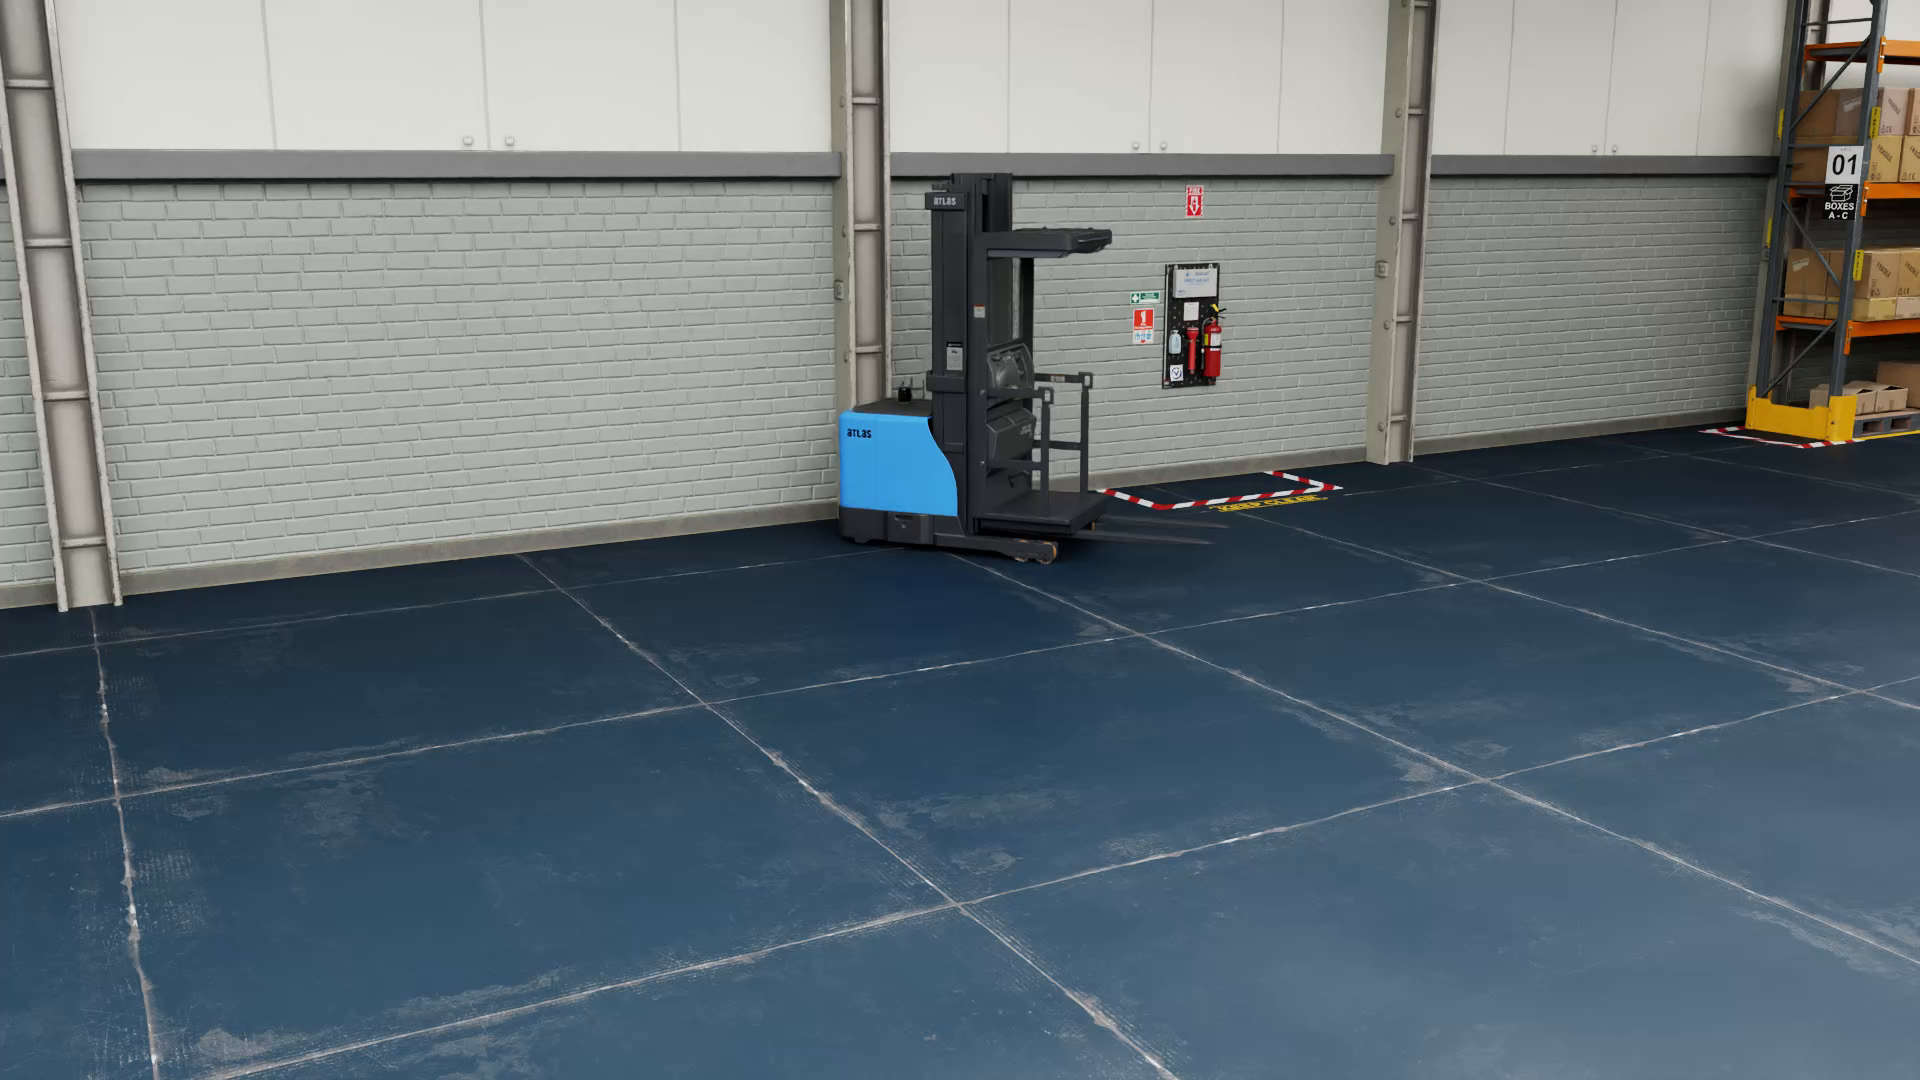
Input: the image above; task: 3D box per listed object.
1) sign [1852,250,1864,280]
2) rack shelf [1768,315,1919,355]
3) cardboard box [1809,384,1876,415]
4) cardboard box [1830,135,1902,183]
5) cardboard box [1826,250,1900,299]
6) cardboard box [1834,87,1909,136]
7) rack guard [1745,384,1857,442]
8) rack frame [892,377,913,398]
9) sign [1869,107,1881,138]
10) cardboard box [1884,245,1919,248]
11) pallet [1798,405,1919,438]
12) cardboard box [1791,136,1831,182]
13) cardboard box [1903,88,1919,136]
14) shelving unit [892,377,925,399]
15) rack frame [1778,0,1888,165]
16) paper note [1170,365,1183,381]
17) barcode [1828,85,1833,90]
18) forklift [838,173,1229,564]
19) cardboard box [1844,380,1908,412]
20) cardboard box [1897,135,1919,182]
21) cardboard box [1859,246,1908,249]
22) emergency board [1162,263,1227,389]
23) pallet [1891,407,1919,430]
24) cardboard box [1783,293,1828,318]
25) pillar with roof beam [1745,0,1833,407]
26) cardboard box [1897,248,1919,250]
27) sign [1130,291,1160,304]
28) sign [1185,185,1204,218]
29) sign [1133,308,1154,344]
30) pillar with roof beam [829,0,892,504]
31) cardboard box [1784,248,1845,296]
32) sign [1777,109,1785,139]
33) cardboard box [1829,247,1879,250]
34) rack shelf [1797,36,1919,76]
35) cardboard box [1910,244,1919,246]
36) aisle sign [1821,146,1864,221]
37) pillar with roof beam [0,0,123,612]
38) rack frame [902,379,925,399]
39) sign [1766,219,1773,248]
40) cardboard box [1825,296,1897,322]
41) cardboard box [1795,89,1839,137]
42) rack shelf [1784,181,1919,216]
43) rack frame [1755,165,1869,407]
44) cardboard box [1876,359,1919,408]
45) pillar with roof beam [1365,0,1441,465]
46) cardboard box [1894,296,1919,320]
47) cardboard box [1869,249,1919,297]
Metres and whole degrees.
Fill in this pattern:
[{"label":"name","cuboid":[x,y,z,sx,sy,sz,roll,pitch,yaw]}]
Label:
[{"label":"sign","cuboid":[9.772,-2.992,18.098,0.005,0.325,0.100,-7,14,-28]},{"label":"rack shelf","cuboid":[11.268,-2.533,19.672,4.000,0.370,1.077,-7,14,-28]},{"label":"cardboard box","cuboid":[10.163,-1.632,19.151,0.500,0.311,0.500,-9,15,-34]},{"label":"cardboard box","cuboid":[9.925,-4.183,18.258,0.500,0.500,0.500,-6,14,-26]},{"label":"cardboard box","cuboid":[10.075,-2.968,18.556,0.500,0.500,0.500,-7,14,-28]},{"label":"cardboard box","cuboid":[9.967,-4.677,18.178,0.500,0.500,0.500,-8,15,-32]},{"label":"rack guard","cuboid":[9.579,-1.462,18.968,0.348,0.500,1.175,-7,14,-28]},{"label":"rack frame","cuboid":[-0.508,-0.809,14.472,0.240,1.200,0.006,-10,16,-36]},{"label":"sign","cuboid":[9.772,-4.459,17.768,0.005,0.325,0.100,-7,14,-28]},{"label":"cardboard box","cuboid":[11.164,-3.226,19.700,0.500,0.500,0.500,-7,14,-27]},{"label":"pallet","cuboid":[10.309,-1.400,19.349,1.213,0.211,1.003,-7,14,-28]},{"label":"cardboard box","cuboid":[9.757,-4.288,18.727,0.500,0.500,0.500,-6,14,-24]},{"label":"cardboard box","cuboid":[10.431,-4.720,18.369,0.500,0.500,0.500,-7,14,-29]},{"label":"shelving unit","cuboid":[-0.453,-0.793,14.401,0.258,1.200,0.189,-10,16,-36]},{"label":"rack frame","cuboid":[9.512,-5.601,17.999,0.127,3.000,1.000,-7,14,-28]},{"label":"paper note","cuboid":[2.070,-1.595,15.872,0.142,0.148,0.016,-7,14,-28]},{"label":"barcode","cuboid":[9.896,-5.137,18.902,0.075,0.075,0.001,-7,14,-28]},{"label":"forklift","cuboid":[0.585,-1.378,13.058,3.031,2.935,1.130,5,14,21]},{"label":"cardboard box","cuboid":[10.663,-1.692,19.418,0.500,0.311,0.500,-6,14,-23]},{"label":"cardboard box","cuboid":[10.414,-4.232,18.478,0.500,0.500,0.500,-6,14,-24]},{"label":"cardboard box","cuboid":[10.722,-3.173,19.464,0.500,0.500,0.500,-7,15,-29]},{"label":"emergency board","cuboid":[2.258,-2.030,15.799,0.643,1.169,0.194,-7,14,-28]},{"label":"pallet","cuboid":[11.378,-1.527,19.915,1.213,0.211,1.003,-7,14,-28]},{"label":"cardboard box","cuboid":[9.830,-2.697,19.057,0.500,0.250,0.500,-7,14,-27]},{"label":"pillar with roof beam","cuboid":[11.775,-5.011,15.381,0.400,9.000,9.100,-7,14,-28]},{"label":"cardboard box","cuboid":[10.970,-3.072,19.014,0.500,0.500,0.500,-7,15,-30]},{"label":"sign","cuboid":[1.732,-2.267,15.561,0.331,0.109,0.001,-7,14,-28]},{"label":"sign","cuboid":[2.204,-3.180,15.626,0.199,0.298,0.001,-7,14,-28]},{"label":"sign","cuboid":[1.724,-2.009,15.624,0.234,0.329,0.001,-7,14,-28]},{"label":"pillar with roof beam","cuboid":[1.242,-3.749,9.771,0.400,9.000,9.100,-7,14,-28]},{"label":"cardboard box","cuboid":[9.824,-3.067,18.992,0.500,0.500,0.500,-7,14,-28]},{"label":"sign","cuboid":[9.264,-4.678,18.716,0.005,0.325,0.100,-7,14,-28]},{"label":"cardboard box","cuboid":[10.271,-3.118,19.219,0.500,0.500,0.500,-7,14,-27]},{"label":"rack shelf","cuboid":[11.268,-5.458,19.013,4.000,0.370,1.077,-7,14,-28]},{"label":"cardboard box","cuboid":[11.615,-3.283,19.952,0.500,0.500,0.500,-6,14,-26]},{"label":"aisle sign","cuboid":[9.593,-3.877,18.082,0.004,0.787,0.394,-7,14,-28]},{"label":"pillar with roof beam","cuboid":[-4.024,-3.118,6.967,0.400,9.000,9.100,-7,14,-28]},{"label":"rack frame","cuboid":[-0.397,-0.777,14.331,0.240,1.200,0.006,-10,16,-36]},{"label":"sign","cuboid":[9.264,-3.502,18.981,0.005,0.325,0.100,-7,14,-28]},{"label":"cardboard box","cuboid":[10.093,-2.600,18.628,0.500,0.250,0.500,-7,15,-29]},{"label":"cardboard box","cuboid":[9.765,-4.779,18.631,0.500,0.500,0.500,-6,14,-25]},{"label":"rack shelf","cuboid":[11.268,-3.997,19.342,4.000,0.370,1.077,-7,14,-28]},{"label":"rack frame","cuboid":[9.512,-2.674,18.658,0.127,3.000,1.000,-7,14,-28]},{"label":"cardboard box","cuboid":[11.331,-1.852,19.697,0.500,0.500,0.700,-8,15,-31]},{"label":"pillar with roof beam","cuboid":[6.508,-4.380,12.576,0.400,9.000,9.100,-7,14,-28]},{"label":"cardboard box","cuboid":[10.542,-2.658,18.883,0.500,0.250,0.500,-7,15,-30]},{"label":"cardboard box","cuboid":[10.514,-3.019,18.778,0.500,0.500,0.500,-7,14,-28]}]
